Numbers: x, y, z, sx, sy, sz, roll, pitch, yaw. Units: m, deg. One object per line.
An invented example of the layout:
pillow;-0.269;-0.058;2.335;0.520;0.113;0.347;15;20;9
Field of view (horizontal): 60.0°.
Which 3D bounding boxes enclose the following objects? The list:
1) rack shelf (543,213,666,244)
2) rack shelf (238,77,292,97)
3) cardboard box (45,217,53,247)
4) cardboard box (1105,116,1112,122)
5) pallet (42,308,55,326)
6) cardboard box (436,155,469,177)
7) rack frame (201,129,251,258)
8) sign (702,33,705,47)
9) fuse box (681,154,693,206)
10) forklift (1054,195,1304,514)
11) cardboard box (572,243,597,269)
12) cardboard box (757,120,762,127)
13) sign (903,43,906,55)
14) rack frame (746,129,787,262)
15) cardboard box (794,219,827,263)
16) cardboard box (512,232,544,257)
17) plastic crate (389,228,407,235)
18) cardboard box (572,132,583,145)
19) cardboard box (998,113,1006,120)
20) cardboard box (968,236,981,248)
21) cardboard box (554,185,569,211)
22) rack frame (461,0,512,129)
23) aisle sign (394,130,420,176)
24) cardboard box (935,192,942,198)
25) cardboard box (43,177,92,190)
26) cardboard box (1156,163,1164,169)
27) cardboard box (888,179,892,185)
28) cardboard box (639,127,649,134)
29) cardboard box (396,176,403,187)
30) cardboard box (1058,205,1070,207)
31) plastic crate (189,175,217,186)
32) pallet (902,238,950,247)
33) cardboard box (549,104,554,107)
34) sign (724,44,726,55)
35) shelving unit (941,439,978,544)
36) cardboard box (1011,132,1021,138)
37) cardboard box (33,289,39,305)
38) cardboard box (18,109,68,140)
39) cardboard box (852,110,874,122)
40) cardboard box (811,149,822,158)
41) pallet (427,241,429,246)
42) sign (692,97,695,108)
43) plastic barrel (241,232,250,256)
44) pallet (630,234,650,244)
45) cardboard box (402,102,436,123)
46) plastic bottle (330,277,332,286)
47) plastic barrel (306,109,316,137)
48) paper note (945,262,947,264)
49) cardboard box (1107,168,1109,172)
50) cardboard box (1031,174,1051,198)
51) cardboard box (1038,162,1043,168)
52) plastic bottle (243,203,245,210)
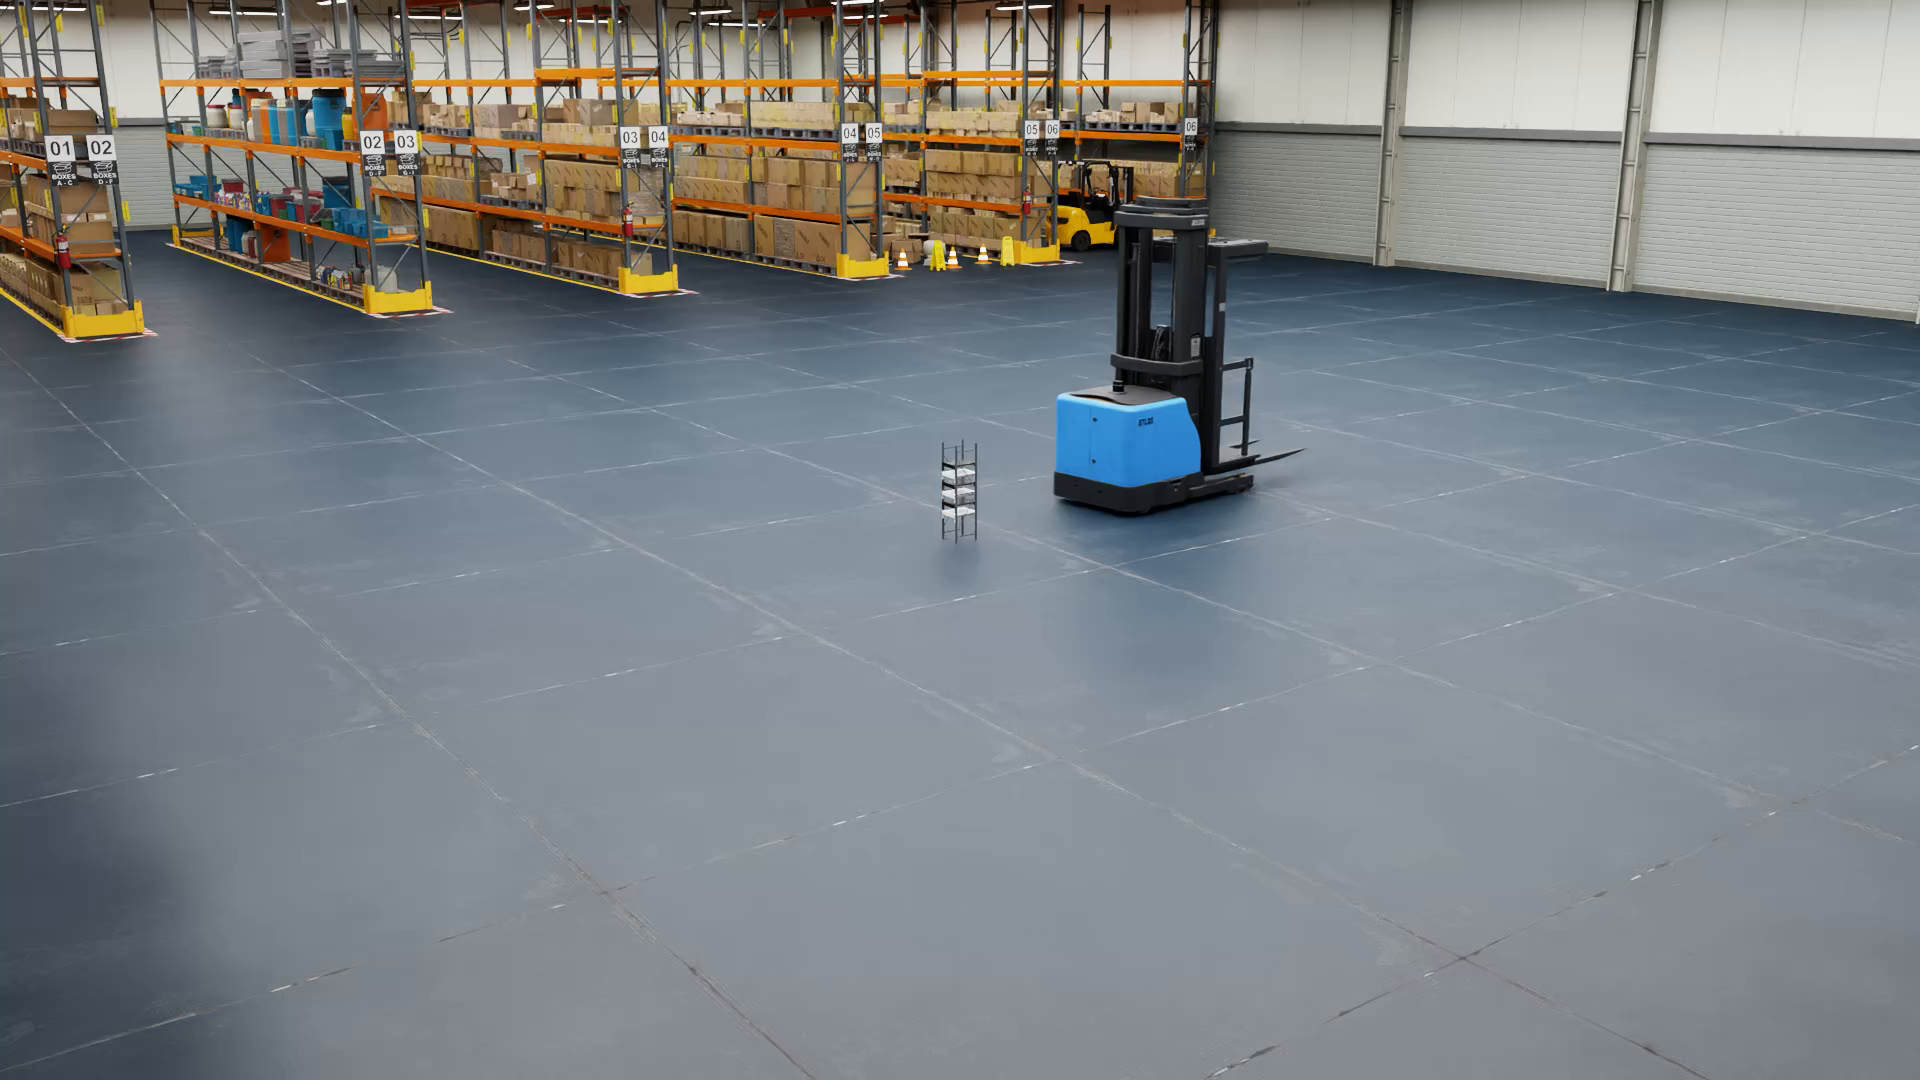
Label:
rack shelf;-7.356;-6.493;34.478;1.077;0.370;4.000;-11;19;-35
rack shelf;-13.714;-9.279;34.051;1.077;0.370;4.000;-11;19;-35
cardboard box;-15.372;-5.356;28.773;0.700;0.500;0.500;-10;18;-33
cardboard box;3.967;-10.845;42.828;0.380;0.149;0.250;-10;18;-33
pallet;-15.392;-3.948;29.100;1.003;0.211;1.213;-11;19;-35
cardboard box;-12.460;-9.224;41.004;0.797;0.503;0.637;-11;19;-34
rack frame;-17.242;-8.206;39.377;1.000;3.000;0.127;-11;19;-35
sign;-6.366;-12.376;41.180;0.100;0.325;0.005;-11;19;-35
fuse box;-9.121;-12.241;56.560;0.539;1.711;0.414;-11;19;-35
forklift;2.351;-1.969;16.719;3.031;2.935;1.130;-14;20;-41
cardboard box;-7.986;-6.051;35.441;0.500;0.500;0.500;-5;16;-17
cardboard box;-4.368;-9.406;37.569;0.380;0.149;0.250;-11;19;-34
sign;-1.657;-14.586;49.404;0.100;0.325;0.005;-11;19;-35
rack frame;-4.461;-8.015;38.678;1.000;3.000;0.127;-11;19;-35
cardboard box;-3.080;-6.661;36.959;0.875;0.875;0.875;-11;19;-35
cardboard box;-9.798;-6.751;37.961;0.700;0.500;0.500;-9;18;-30
plastic crate;-10.452;-5.758;30.930;0.298;0.136;0.250;-11;19;-35
cardboard box;-7.560;-8.174;33.861;0.500;0.250;0.500;-11;19;-35
cardboard box;1.113;-9.800;38.483;0.380;0.149;0.250;-11;19;-35
cardboard box;0.533;-7.181;40.043;0.500;0.250;0.500;-12;19;-37
cardboard box;-8.052;-7.240;35.095;0.875;0.500;0.500;-11;19;-35
rack frame;-10.884;-11.014;38.273;1.000;3.000;0.127;-11;19;-35
aisle sign;-9.907;-6.928;29.781;0.394;0.787;0.004;-11;19;-35
cardboard box;-0.400;-8.521;41.002;0.380;0.149;0.250;-10;18;-33
cardboard box;-15.101;-5.882;28.236;0.700;0.500;0.500;-11;19;-34
cardboard box;5.122;-9.370;41.647;0.380;0.149;0.250;-10;18;-33
cardboard box;-1.630;-9.173;42.591;0.380;0.149;0.250;-11;19;-35
cardboard box;-6.155;-8.074;32.740;0.380;0.149;0.250;-11;19;-35
cardboard box;-14.314;-9.319;43.162;0.500;0.250;0.500;-10;18;-33
cardboard box;3.181;-8.743;45.041;0.875;0.625;0.625;-10;18;-32
plastic crate;-19.246;-9.064;42.329;0.616;0.435;0.499;-11;19;-35
pallet;-0.975;-7.626;42.539;1.003;0.211;1.213;-11;19;-35
cardboard box;-11.375;-12.224;46.955;0.380;0.149;0.250;-10;18;-32
sign;-7.124;-14.831;50.297;0.100;0.325;0.005;-11;19;-35
shelving unit;-0.005;-0.436;14.964;0.258;0.900;0.210;-11;19;-35
cardboard box;1.400;-9.309;38.200;0.380;0.149;0.250;-11;19;-34
cardboard box;-16.230;-4.352;29.710;0.500;0.250;0.500;-11;19;-35
cardboard box;-15.681;-7.125;28.489;0.797;0.503;0.637;-9;17;-28
cardboard box;-2.185;-9.072;35.595;0.500;0.250;0.500;-11;19;-35
cardboard box;-3.692;-10.368;45.190;0.500;0.500;0.500;-10;18;-34
pallet;-13.620;-7.804;43.191;1.003;0.211;1.213;-11;19;-35
sign;-8.024;-13.189;50.094;0.100;0.325;0.005;-11;19;-35
plastic barrel;-16.260;-6.804;38.172;0.421;0.512;0.421;0;15;0
pallet;-7.984;-7.952;43.728;1.003;0.211;1.213;-11;19;-35
cardboard box;-13.745;-10.878;42.284;0.700;0.500;0.500;-12;20;-38
plastic bottle;-12.141;-5.019;32.200;0.097;0.201;0.097;0;15;0
plastic barrel;-12.444;-8.079;32.221;0.421;0.512;0.421;0;15;0
paper note;-0.330;-6.412;38.444;0.142;0.019;0.148;10;18;33
cardboard box;4.039;-9.601;43.057;0.380;0.149;0.250;-11;19;-35
cardboard box;1.782;-8.287;38.918;0.500;0.500;0.500;-11;19;-35
cardboard box;2.341;-10.244;45.404;0.380;0.149;0.250;-11;19;-34
plastic bottle;-15.834;-7.415;36.864;0.097;0.201;0.097;0;15;0
